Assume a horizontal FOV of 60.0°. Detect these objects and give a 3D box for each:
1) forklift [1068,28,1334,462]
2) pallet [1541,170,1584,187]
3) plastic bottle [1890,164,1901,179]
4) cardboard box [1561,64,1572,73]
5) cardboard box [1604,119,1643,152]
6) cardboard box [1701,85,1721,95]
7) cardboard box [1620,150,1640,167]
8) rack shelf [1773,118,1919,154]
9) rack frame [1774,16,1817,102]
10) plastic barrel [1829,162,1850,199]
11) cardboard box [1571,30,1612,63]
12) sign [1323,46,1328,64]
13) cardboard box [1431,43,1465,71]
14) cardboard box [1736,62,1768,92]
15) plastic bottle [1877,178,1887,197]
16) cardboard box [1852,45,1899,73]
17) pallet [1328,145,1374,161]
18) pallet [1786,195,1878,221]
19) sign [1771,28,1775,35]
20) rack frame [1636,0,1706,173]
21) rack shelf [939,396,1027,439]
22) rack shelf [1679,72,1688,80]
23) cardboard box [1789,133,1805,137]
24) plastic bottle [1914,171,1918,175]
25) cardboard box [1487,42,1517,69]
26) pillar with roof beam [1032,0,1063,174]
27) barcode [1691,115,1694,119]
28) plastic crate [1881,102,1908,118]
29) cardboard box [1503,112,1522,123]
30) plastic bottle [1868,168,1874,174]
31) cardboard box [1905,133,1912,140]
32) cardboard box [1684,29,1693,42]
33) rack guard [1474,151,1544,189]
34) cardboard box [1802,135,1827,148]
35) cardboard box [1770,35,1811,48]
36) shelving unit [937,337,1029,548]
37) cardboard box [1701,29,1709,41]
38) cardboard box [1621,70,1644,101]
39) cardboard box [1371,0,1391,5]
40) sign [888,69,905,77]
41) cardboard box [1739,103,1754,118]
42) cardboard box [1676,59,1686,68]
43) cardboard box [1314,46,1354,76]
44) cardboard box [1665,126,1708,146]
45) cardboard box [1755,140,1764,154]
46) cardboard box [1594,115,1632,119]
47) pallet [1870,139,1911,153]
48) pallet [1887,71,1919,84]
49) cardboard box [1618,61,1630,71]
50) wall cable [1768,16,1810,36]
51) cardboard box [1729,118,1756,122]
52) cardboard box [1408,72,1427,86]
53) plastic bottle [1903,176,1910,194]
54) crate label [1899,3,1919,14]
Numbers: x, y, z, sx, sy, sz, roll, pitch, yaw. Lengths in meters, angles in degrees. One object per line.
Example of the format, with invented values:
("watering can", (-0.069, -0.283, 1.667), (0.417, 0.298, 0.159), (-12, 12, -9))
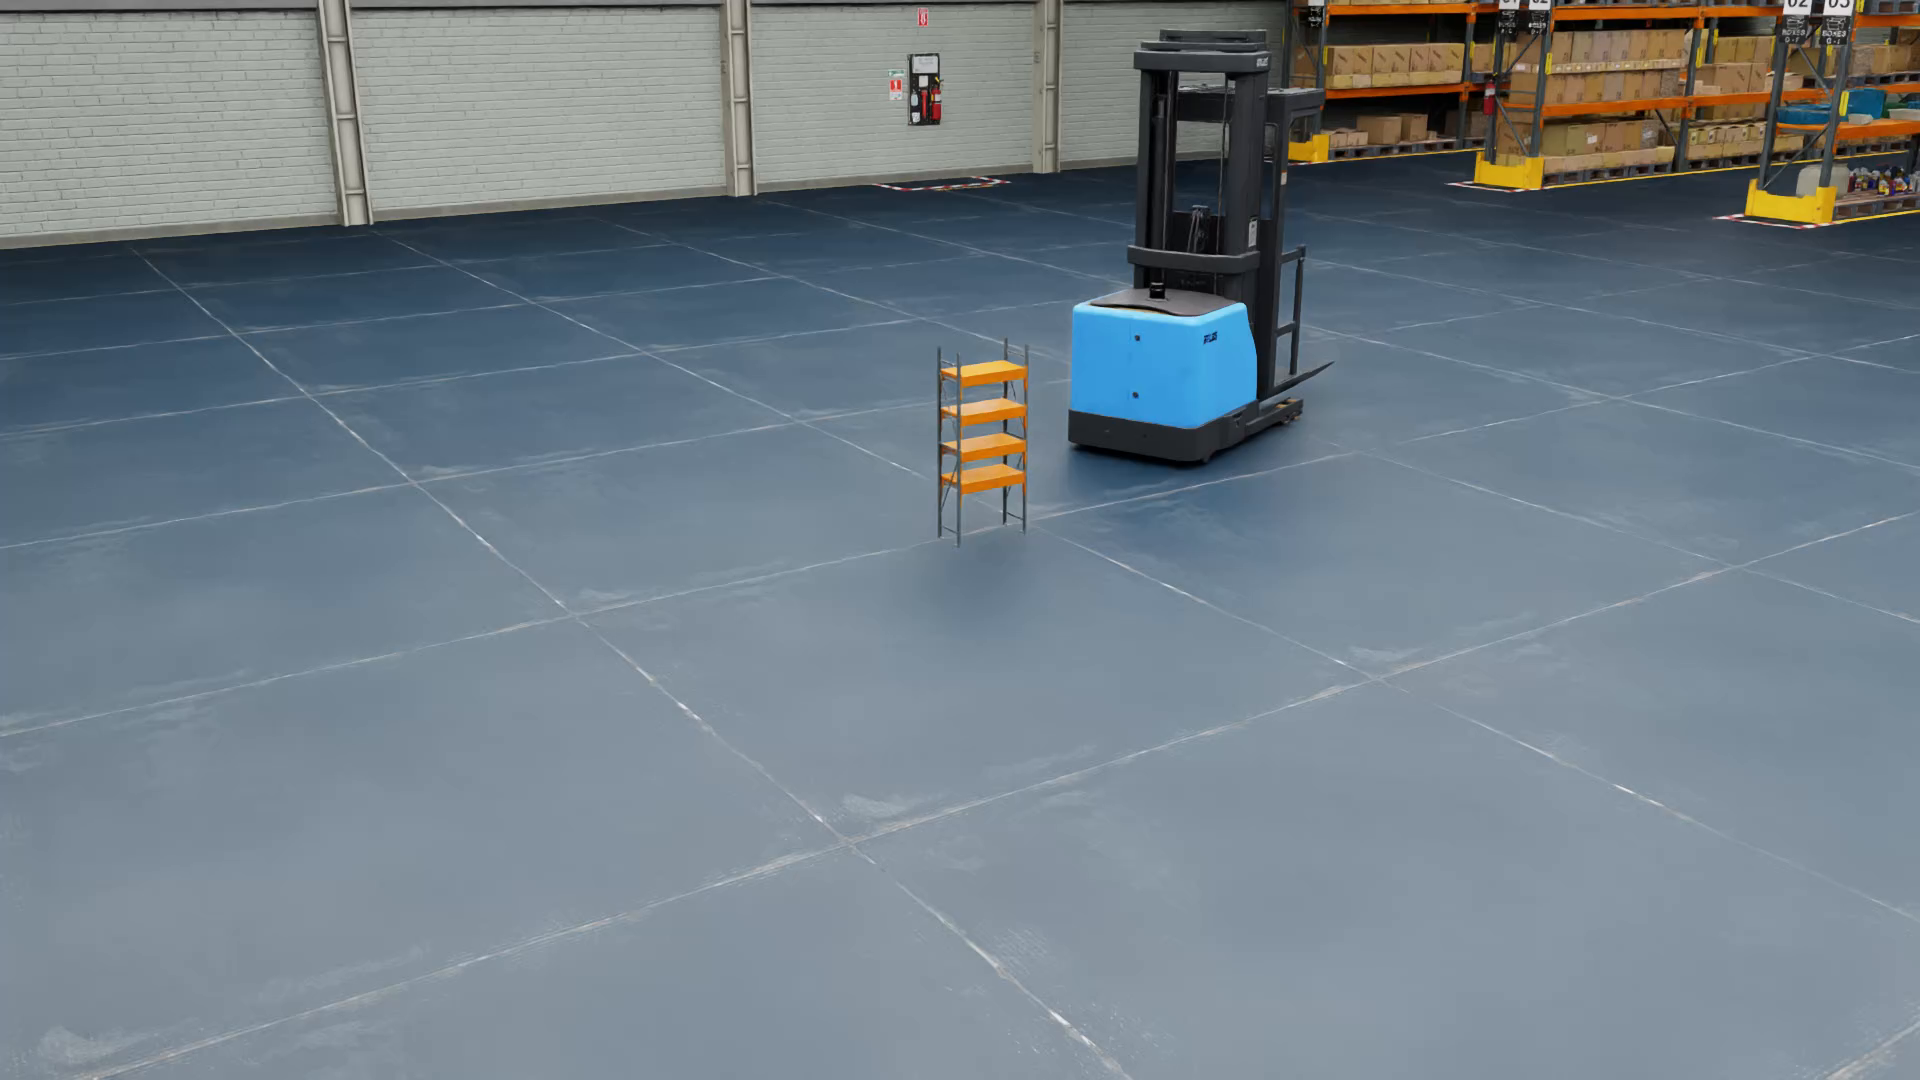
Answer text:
("forklift", (2.031, -2.352, 12.626), (1.130, 2.935, 3.031), (12, 22, 32))
("pallet", (9.779, -6.183, 28.203), (1.213, 0.211, 1.003), (-12, 22, -31))
("plastic bottle", (14.403, -5.620, 25.635), (0.185, 0.351, 0.144), (-12, 22, -31))
("cardboard box", (9.829, -7.771, 27.379), (0.250, 0.149, 0.380), (-13, 22, -33))
("cardboard box", (11.398, -7.000, 28.733), (0.500, 0.500, 0.500), (-12, 22, -31))
("cardboard box", (13.357, -8.045, 29.749), (0.250, 0.149, 0.380), (-12, 22, -31))
("cardboard box", (11.405, -6.641, 28.843), (0.500, 0.250, 0.500), (-12, 22, -31))
("rack shelf", (13.555, -6.044, 24.561), (4.000, 0.370, 1.077), (-12, 22, -31))
("rack frame", (19.799, -11.500, 39.578), (0.127, 3.000, 1.000), (-12, 22, -31))
("plastic barrel", (12.811, -5.277, 24.400), (0.421, 0.512, 0.421), (0, 19, 0))
("cardboard box", (10.462, -8.291, 27.903), (0.500, 0.500, 0.700), (-12, 22, -31))
("sign", (6.735, -8.947, 30.674), (0.005, 0.325, 0.100), (-12, 22, -31))
("cardboard box", (9.552, -9.514, 32.736), (0.500, 0.500, 0.500), (-12, 22, -32))
("cardboard box", (14.453, -8.514, 30.590), (0.500, 0.500, 0.500), (-13, 23, -34))
("plastic bottle", (13.571, -5.184, 24.468), (0.097, 0.271, 0.097), (0, 19, 0))
("cardboard box", (18.128, -9.556, 33.015), (0.500, 0.500, 0.700), (-8, 20, -23))
("pallet", (7.198, -7.508, 32.124), (1.213, 0.211, 1.003), (-12, 22, -31))
("pallet", (12.604, -4.879, 24.346), (1.213, 0.211, 1.003), (-12, 22, -31))
("sign", (19.499, -12.097, 39.869), (0.005, 0.325, 0.100), (-12, 22, -31))
("rack frame", (12.504, -8.062, 29.409), (0.127, 3.000, 1.000), (-12, 22, -31))
("rack shelf", (0.138, -0.746, 10.089), (0.480, 0.148, 0.258), (-12, 22, -31))
("rack shelf", (14.788, -10.103, 36.568), (4.000, 0.370, 1.077), (-12, 22, -31))
("cardboard box", (15.543, -7.771, 31.309), (0.500, 0.311, 0.500), (-11, 22, -30))
("plastic bottle", (14.584, -5.466, 25.294), (0.135, 0.276, 0.152), (-12, 22, -31))
("cardboard box", (11.224, -9.944, 34.131), (0.500, 0.500, 0.700), (-9, 21, -24))
("pillar with roof beam", (3.902, -9.670, 24.798), (0.400, 9.000, 9.100), (-12, 22, -31))
("barcode", (12.947, -7.475, 29.389), (0.075, 0.075, 0.001), (-12, 22, -31))
("plastic crate", (13.937, -6.473, 25.038), (0.662, 0.188, 0.450), (-12, 22, -31))
("cardboard box", (11.235, -8.728, 34.596), (0.500, 0.500, 0.700), (-12, 22, -31))
("plastic bottle", (14.005, -5.576, 25.609), (0.133, 0.283, 0.061), (-11, 21, -29))
("cardboard box", (18.931, -8.332, 33.423), (0.500, 0.500, 0.500), (-12, 22, -32))
("cardboard box", (15.777, -11.111, 36.603), (0.500, 0.250, 0.500), (-11, 22, -30))
("rack guard", (9.144, -6.169, 27.713), (0.348, 0.500, 1.175), (-12, 22, -31))
("cardboard box", (16.383, -7.795, 31.834), (0.500, 0.500, 0.500), (-11, 22, -29))
("cardboard box", (19.379, -11.550, 39.257), (0.700, 0.700, 0.980), (-11, 21, -29))
("shelving unit", (0.138, -0.598, 10.139), (0.503, 1.200, 0.258), (-12, 22, -31))
("cardboard box", (16.209, -11.198, 36.862), (0.500, 0.250, 0.500), (-11, 22, -30))
("cardboard box", (11.279, -7.848, 28.619), (0.500, 0.500, 0.700), (-12, 22, -31))
("cardboard box", (7.753, -10.330, 31.244), (0.500, 0.500, 0.500), (-11, 21, -29))
("sign", (-1.061, -7.751, 27.606), (0.331, 0.109, 0.001), (-12, 22, -31))
("cardboard box", (17.991, -10.092, 38.661), (0.500, 0.500, 0.700), (-11, 22, -30))
("cardboard box", (12.395, -8.312, 28.978), (0.250, 0.149, 0.380), (-12, 22, -31))
("cardboard box", (7.000, -8.979, 31.154), (0.500, 0.500, 0.500), (-12, 22, -31))
("cardboard box", (12.987, -7.230, 29.710), (0.500, 0.311, 0.500), (-12, 22, -31))
("cardboard box", (14.690, -7.326, 30.868), (0.500, 0.250, 0.500), (-11, 22, -30))
("cardboard box", (11.532, -7.226, 29.401), (0.500, 0.500, 0.500), (-12, 22, -31))
("pallet", (18.527, -7.997, 33.570), (1.213, 0.211, 1.003), (-12, 22, -31))
("pallet", (18.458, -9.269, 33.278), (1.213, 0.211, 1.003), (-12, 22, -31))
("cardboard box", (11.114, -8.041, 28.177), (0.250, 0.149, 0.380), (-11, 22, -30))
("wall cable", (20.348, -12.460, 40.831), (1.851, 1.984, 0.084), (-12, 22, -31))
("cardboard box", (14.812, -7.820, 31.455), (0.500, 0.311, 0.500), (-13, 22, -33))
("cardboard box", (8.716, -8.982, 32.333), (0.500, 0.250, 0.500), (-12, 22, -32))
("plastic bottle", (14.110, -5.298, 24.805), (0.097, 0.271, 0.097), (0, 19, 0))
("crate label", (13.630, -7.624, 23.661), (0.408, 0.251, 0.502), (-12, 22, -31))
